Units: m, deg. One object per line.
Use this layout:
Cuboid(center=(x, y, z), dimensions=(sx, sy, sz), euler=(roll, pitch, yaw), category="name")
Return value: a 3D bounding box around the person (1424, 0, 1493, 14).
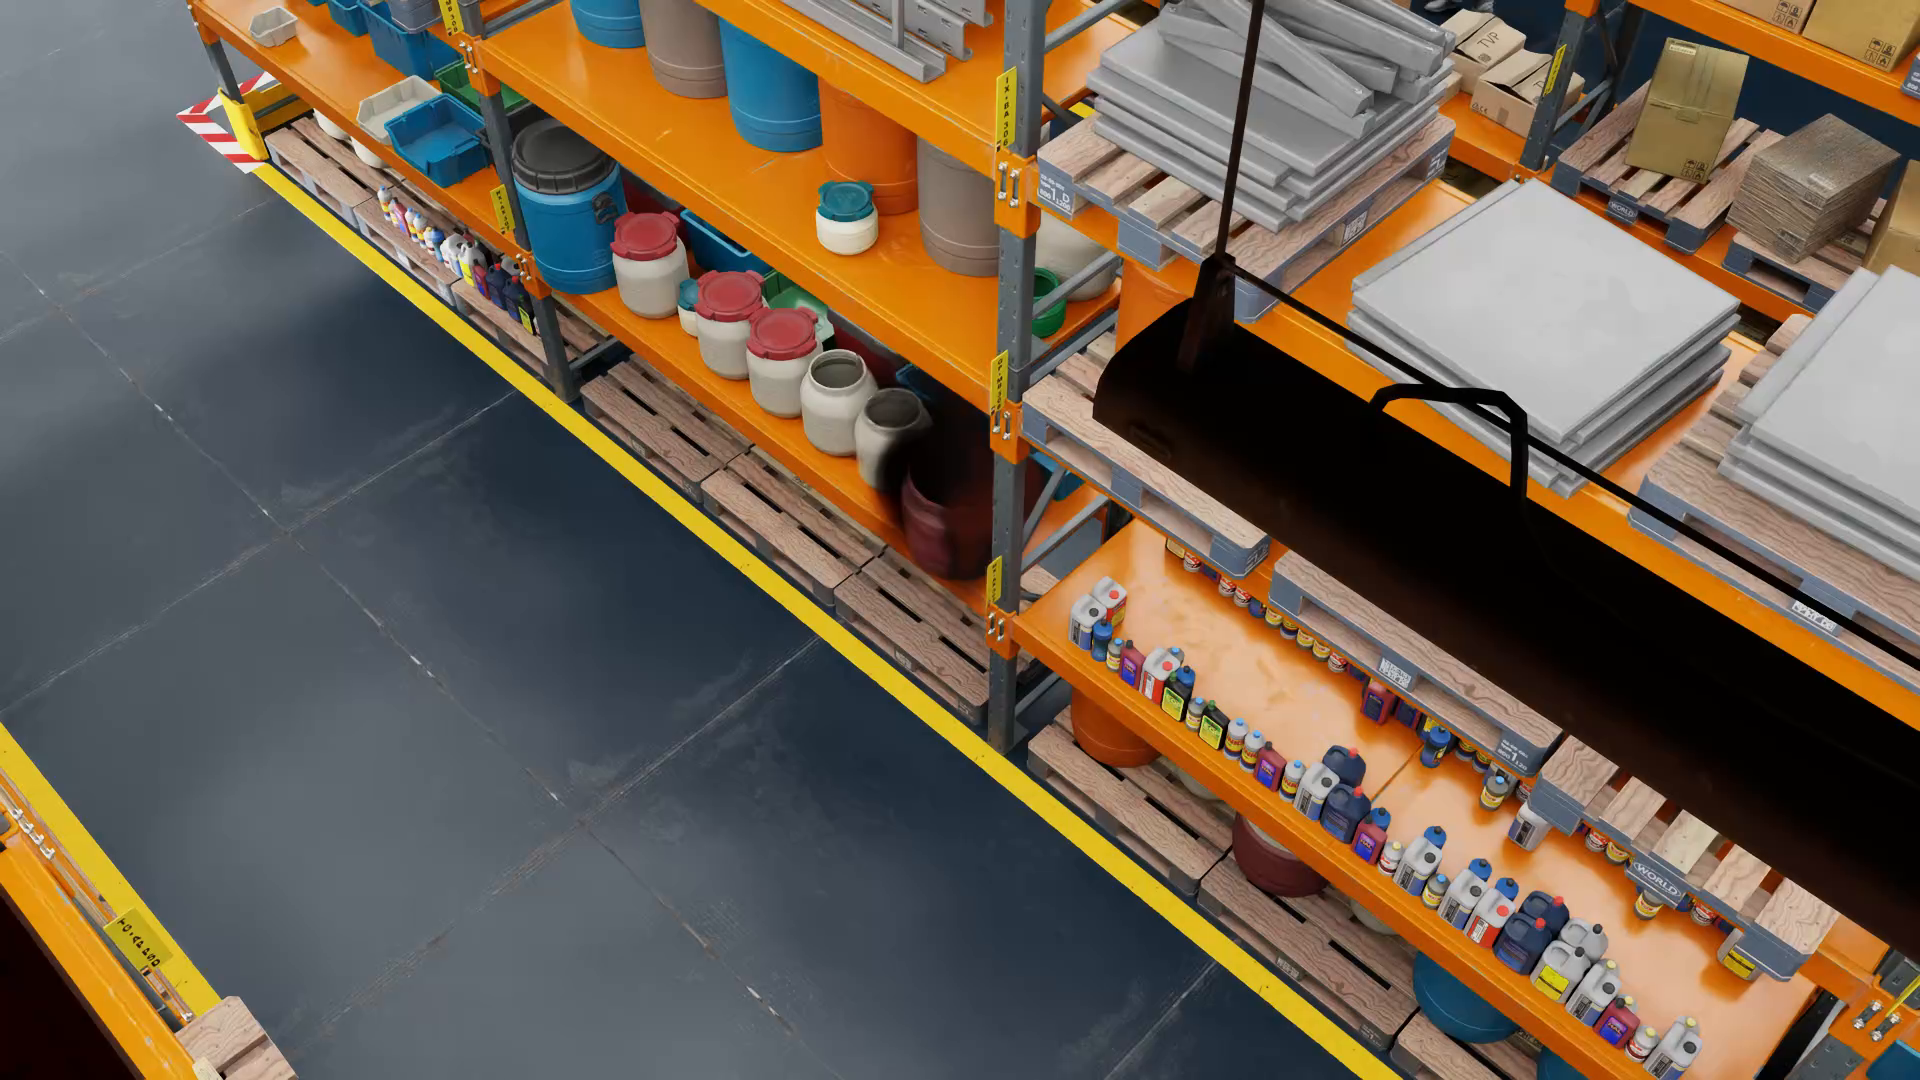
Cuboid(center=(4.191, -5.064, 13.492), dimensions=(0.444, 1.781, 0.577), euler=(-15, 52, -12), category="person")
